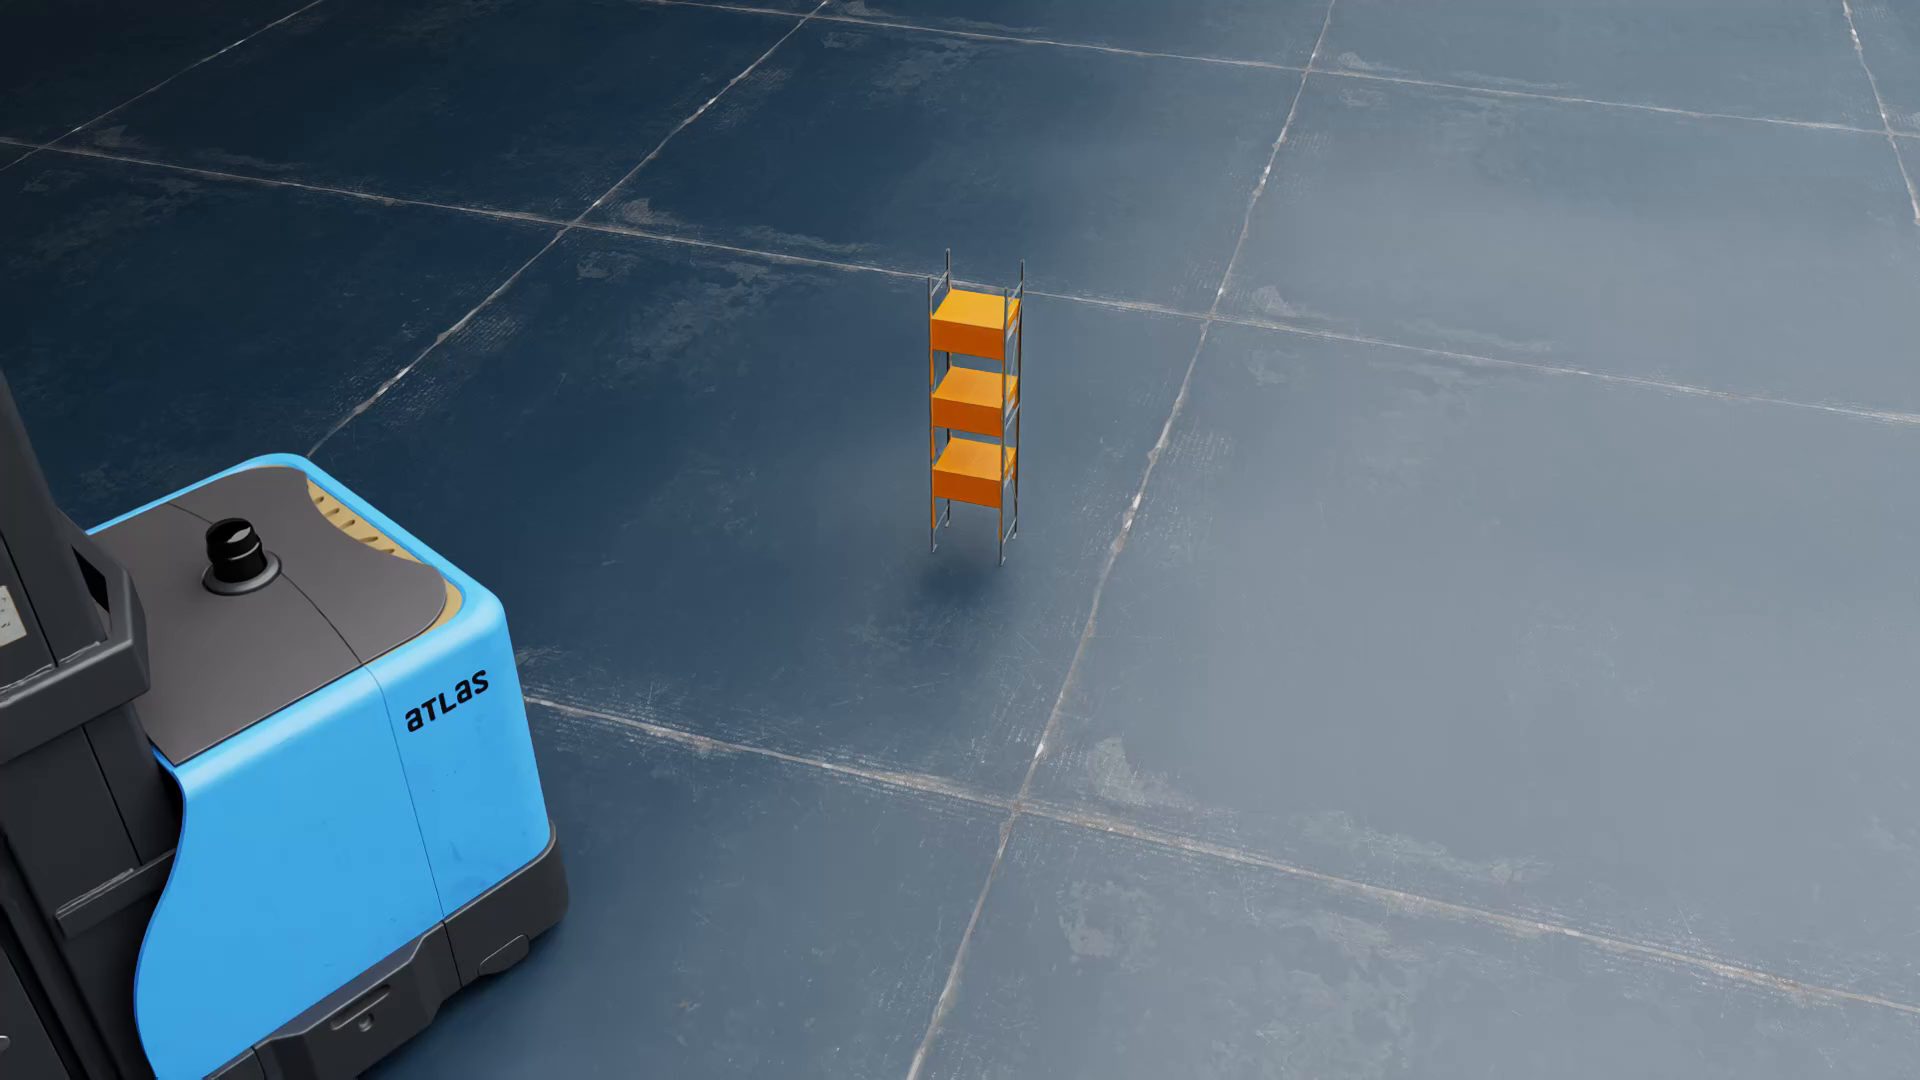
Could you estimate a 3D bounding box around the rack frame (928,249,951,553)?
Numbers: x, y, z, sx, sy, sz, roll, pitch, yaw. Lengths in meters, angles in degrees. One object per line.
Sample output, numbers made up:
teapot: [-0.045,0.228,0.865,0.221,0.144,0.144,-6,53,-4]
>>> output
rack frame: [-0.065,-0.435,5.455,0.008,1.050,0.200,10,38,14]

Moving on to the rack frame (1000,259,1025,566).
rack frame: [0.168,-0.392,5.397,0.008,1.050,0.200,10,38,14]

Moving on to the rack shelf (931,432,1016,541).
rack shelf: [0.051,-0.181,5.597,0.240,0.259,0.215,10,38,14]

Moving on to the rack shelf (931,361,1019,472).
rack shelf: [0.051,-0.405,5.432,0.240,0.259,0.215,10,38,14]

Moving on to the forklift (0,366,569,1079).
forklift: [-2.390,0.271,2.909,1.130,2.935,3.031,29,45,33]

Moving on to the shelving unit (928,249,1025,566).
shelving unit: [0.051,-0.413,5.426,0.252,1.050,0.215,10,38,14]

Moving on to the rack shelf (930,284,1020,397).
rack shelf: [0.051,-0.633,5.264,0.240,0.259,0.215,10,38,14]
